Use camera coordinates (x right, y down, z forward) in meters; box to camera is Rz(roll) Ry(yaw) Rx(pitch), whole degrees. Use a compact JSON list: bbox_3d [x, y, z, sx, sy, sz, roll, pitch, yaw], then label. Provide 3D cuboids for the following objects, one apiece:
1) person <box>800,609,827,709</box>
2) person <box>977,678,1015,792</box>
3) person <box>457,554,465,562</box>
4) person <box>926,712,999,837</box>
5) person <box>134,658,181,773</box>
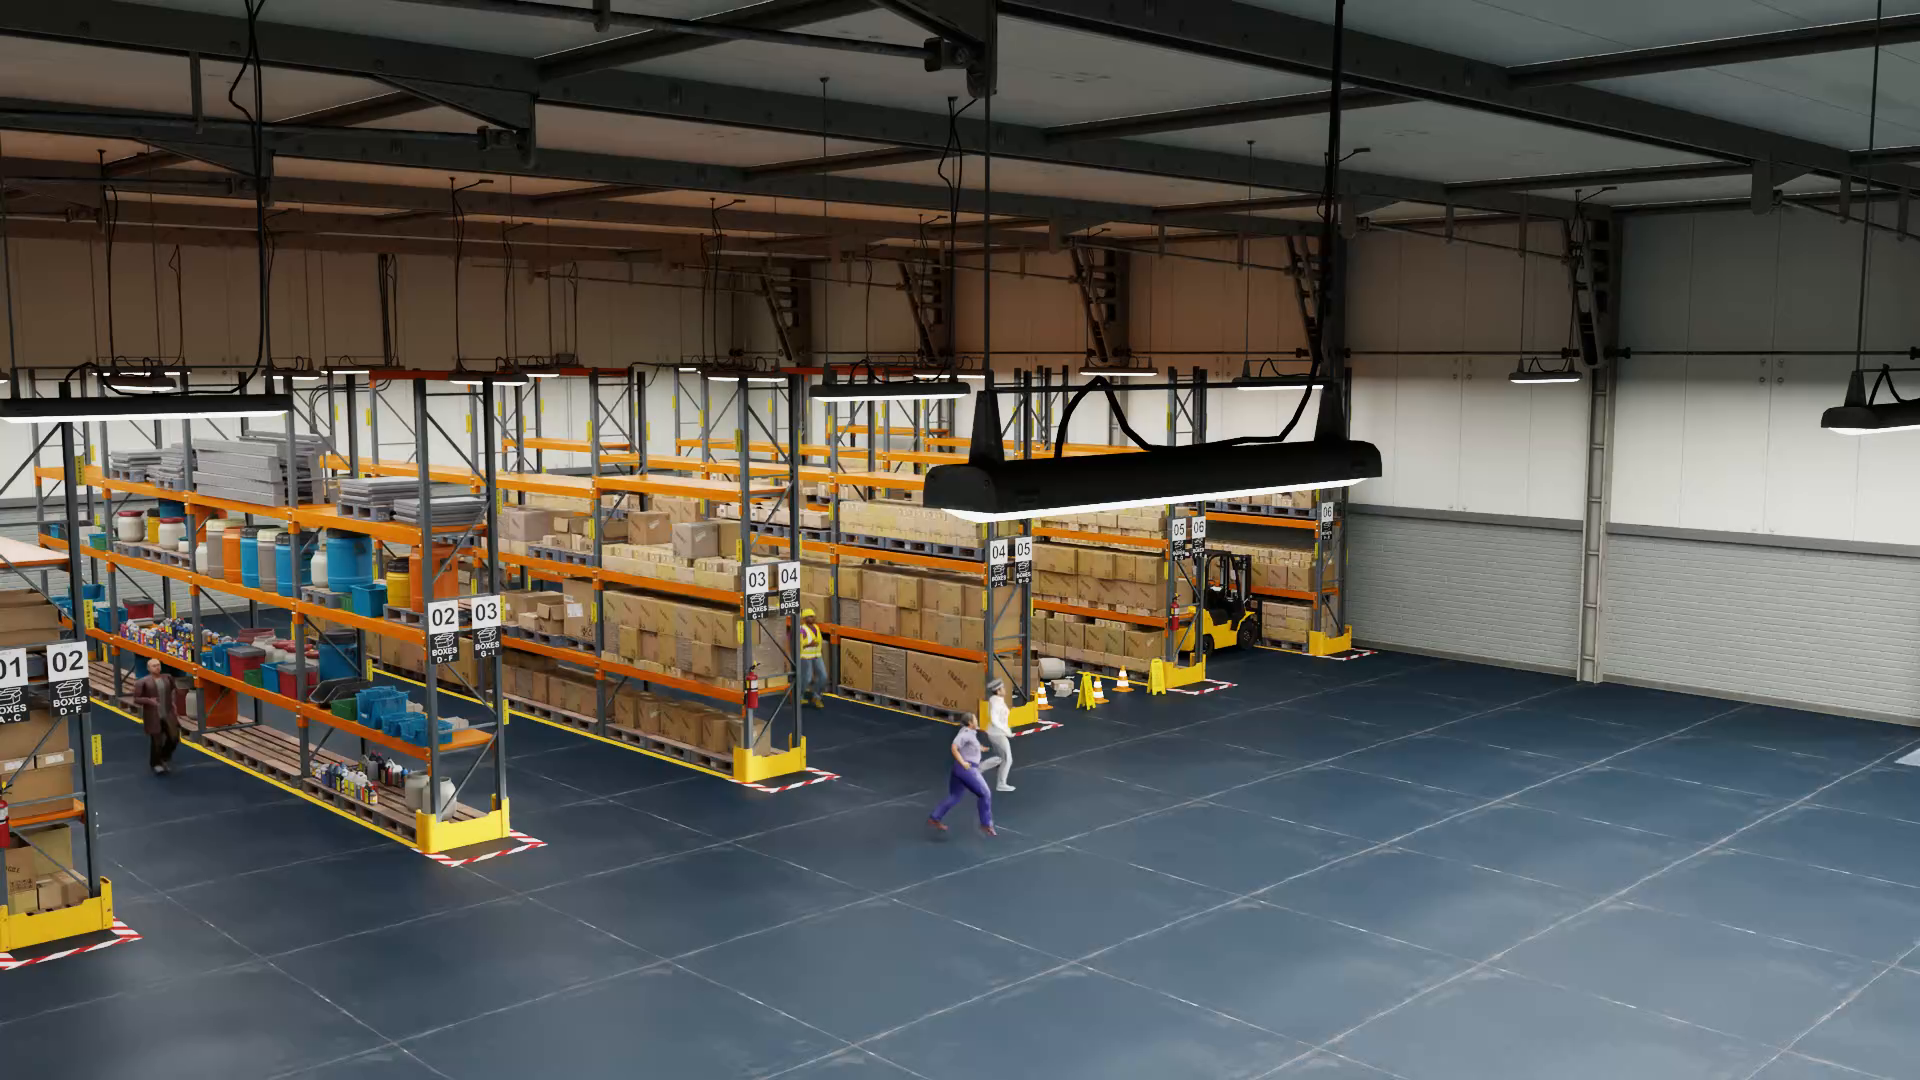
[{"bbox_3d":[-2.643,2.124,29.588,0.706,1.812,0.670,6,9,45],"label":"person"},{"bbox_3d":[0.489,2.810,23.935,0.631,1.662,0.643,-1,6,-7],"label":"person"},{"bbox_3d":[-11.750,1.144,38.986,0.710,1.651,0.775,0,6,1],"label":"person"},{"bbox_3d":[0.020,3.125,21.776,0.942,1.620,0.573,-2,7,-18],"label":"person"},{"bbox_3d":[-11.966,2.653,24.906,0.675,1.765,0.694,6,9,42],"label":"person"}]
